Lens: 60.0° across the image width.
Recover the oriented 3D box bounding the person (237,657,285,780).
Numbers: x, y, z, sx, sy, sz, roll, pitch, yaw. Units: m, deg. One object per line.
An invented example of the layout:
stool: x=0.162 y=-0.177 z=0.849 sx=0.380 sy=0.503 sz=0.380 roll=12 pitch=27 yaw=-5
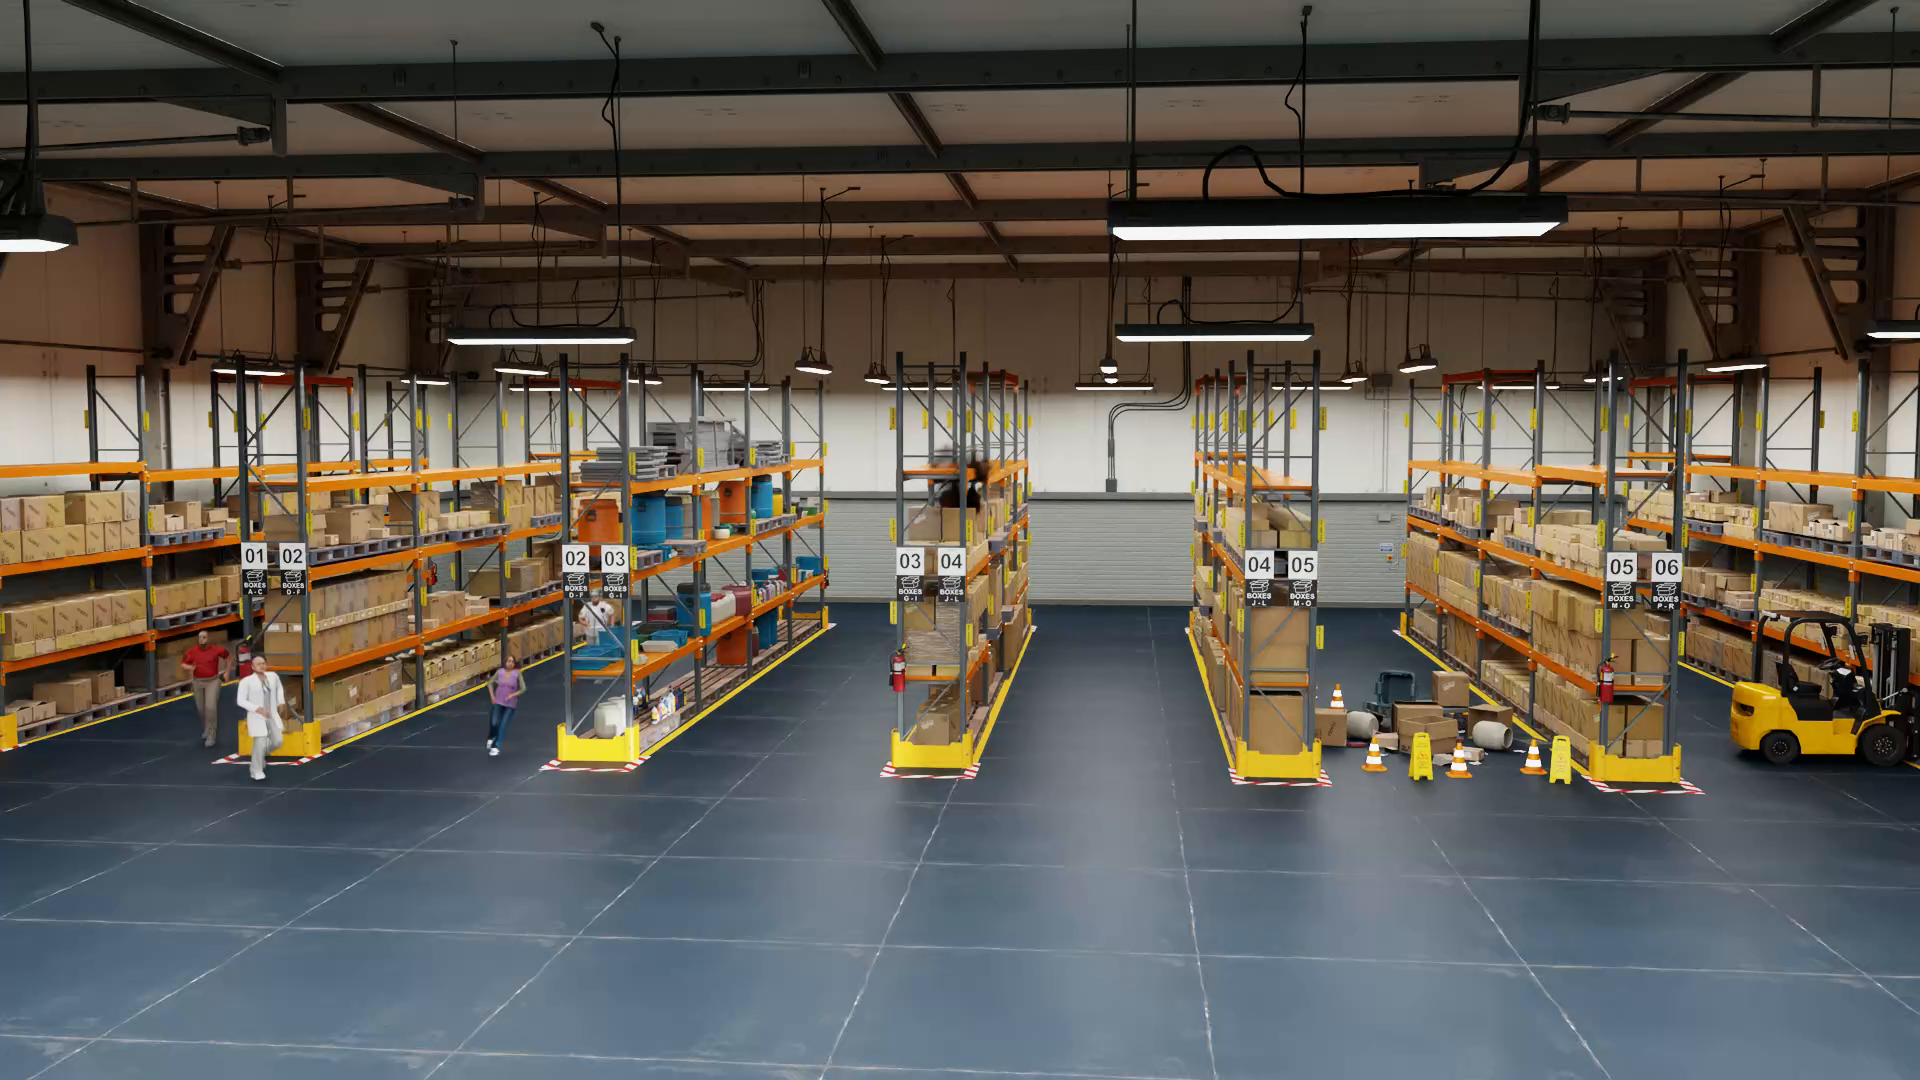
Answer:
person: x=-9.723 y=2.485 z=23.233 sx=0.698 sy=1.732 sz=0.734 roll=4 pitch=5 yaw=41

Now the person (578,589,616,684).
person: x=-7.019 y=1.836 z=32.121 sx=0.683 sy=1.815 sz=0.872 roll=0 pitch=4 yaw=-1

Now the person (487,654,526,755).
person: x=-6.810 y=2.475 z=24.927 sx=0.599 sy=1.517 sz=0.485 roll=-1 pitch=4 yaw=-9

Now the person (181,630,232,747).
person: x=-11.758 y=2.292 z=25.939 sx=0.679 sy=1.786 sz=0.814 roll=0 pitch=4 yaw=-7
